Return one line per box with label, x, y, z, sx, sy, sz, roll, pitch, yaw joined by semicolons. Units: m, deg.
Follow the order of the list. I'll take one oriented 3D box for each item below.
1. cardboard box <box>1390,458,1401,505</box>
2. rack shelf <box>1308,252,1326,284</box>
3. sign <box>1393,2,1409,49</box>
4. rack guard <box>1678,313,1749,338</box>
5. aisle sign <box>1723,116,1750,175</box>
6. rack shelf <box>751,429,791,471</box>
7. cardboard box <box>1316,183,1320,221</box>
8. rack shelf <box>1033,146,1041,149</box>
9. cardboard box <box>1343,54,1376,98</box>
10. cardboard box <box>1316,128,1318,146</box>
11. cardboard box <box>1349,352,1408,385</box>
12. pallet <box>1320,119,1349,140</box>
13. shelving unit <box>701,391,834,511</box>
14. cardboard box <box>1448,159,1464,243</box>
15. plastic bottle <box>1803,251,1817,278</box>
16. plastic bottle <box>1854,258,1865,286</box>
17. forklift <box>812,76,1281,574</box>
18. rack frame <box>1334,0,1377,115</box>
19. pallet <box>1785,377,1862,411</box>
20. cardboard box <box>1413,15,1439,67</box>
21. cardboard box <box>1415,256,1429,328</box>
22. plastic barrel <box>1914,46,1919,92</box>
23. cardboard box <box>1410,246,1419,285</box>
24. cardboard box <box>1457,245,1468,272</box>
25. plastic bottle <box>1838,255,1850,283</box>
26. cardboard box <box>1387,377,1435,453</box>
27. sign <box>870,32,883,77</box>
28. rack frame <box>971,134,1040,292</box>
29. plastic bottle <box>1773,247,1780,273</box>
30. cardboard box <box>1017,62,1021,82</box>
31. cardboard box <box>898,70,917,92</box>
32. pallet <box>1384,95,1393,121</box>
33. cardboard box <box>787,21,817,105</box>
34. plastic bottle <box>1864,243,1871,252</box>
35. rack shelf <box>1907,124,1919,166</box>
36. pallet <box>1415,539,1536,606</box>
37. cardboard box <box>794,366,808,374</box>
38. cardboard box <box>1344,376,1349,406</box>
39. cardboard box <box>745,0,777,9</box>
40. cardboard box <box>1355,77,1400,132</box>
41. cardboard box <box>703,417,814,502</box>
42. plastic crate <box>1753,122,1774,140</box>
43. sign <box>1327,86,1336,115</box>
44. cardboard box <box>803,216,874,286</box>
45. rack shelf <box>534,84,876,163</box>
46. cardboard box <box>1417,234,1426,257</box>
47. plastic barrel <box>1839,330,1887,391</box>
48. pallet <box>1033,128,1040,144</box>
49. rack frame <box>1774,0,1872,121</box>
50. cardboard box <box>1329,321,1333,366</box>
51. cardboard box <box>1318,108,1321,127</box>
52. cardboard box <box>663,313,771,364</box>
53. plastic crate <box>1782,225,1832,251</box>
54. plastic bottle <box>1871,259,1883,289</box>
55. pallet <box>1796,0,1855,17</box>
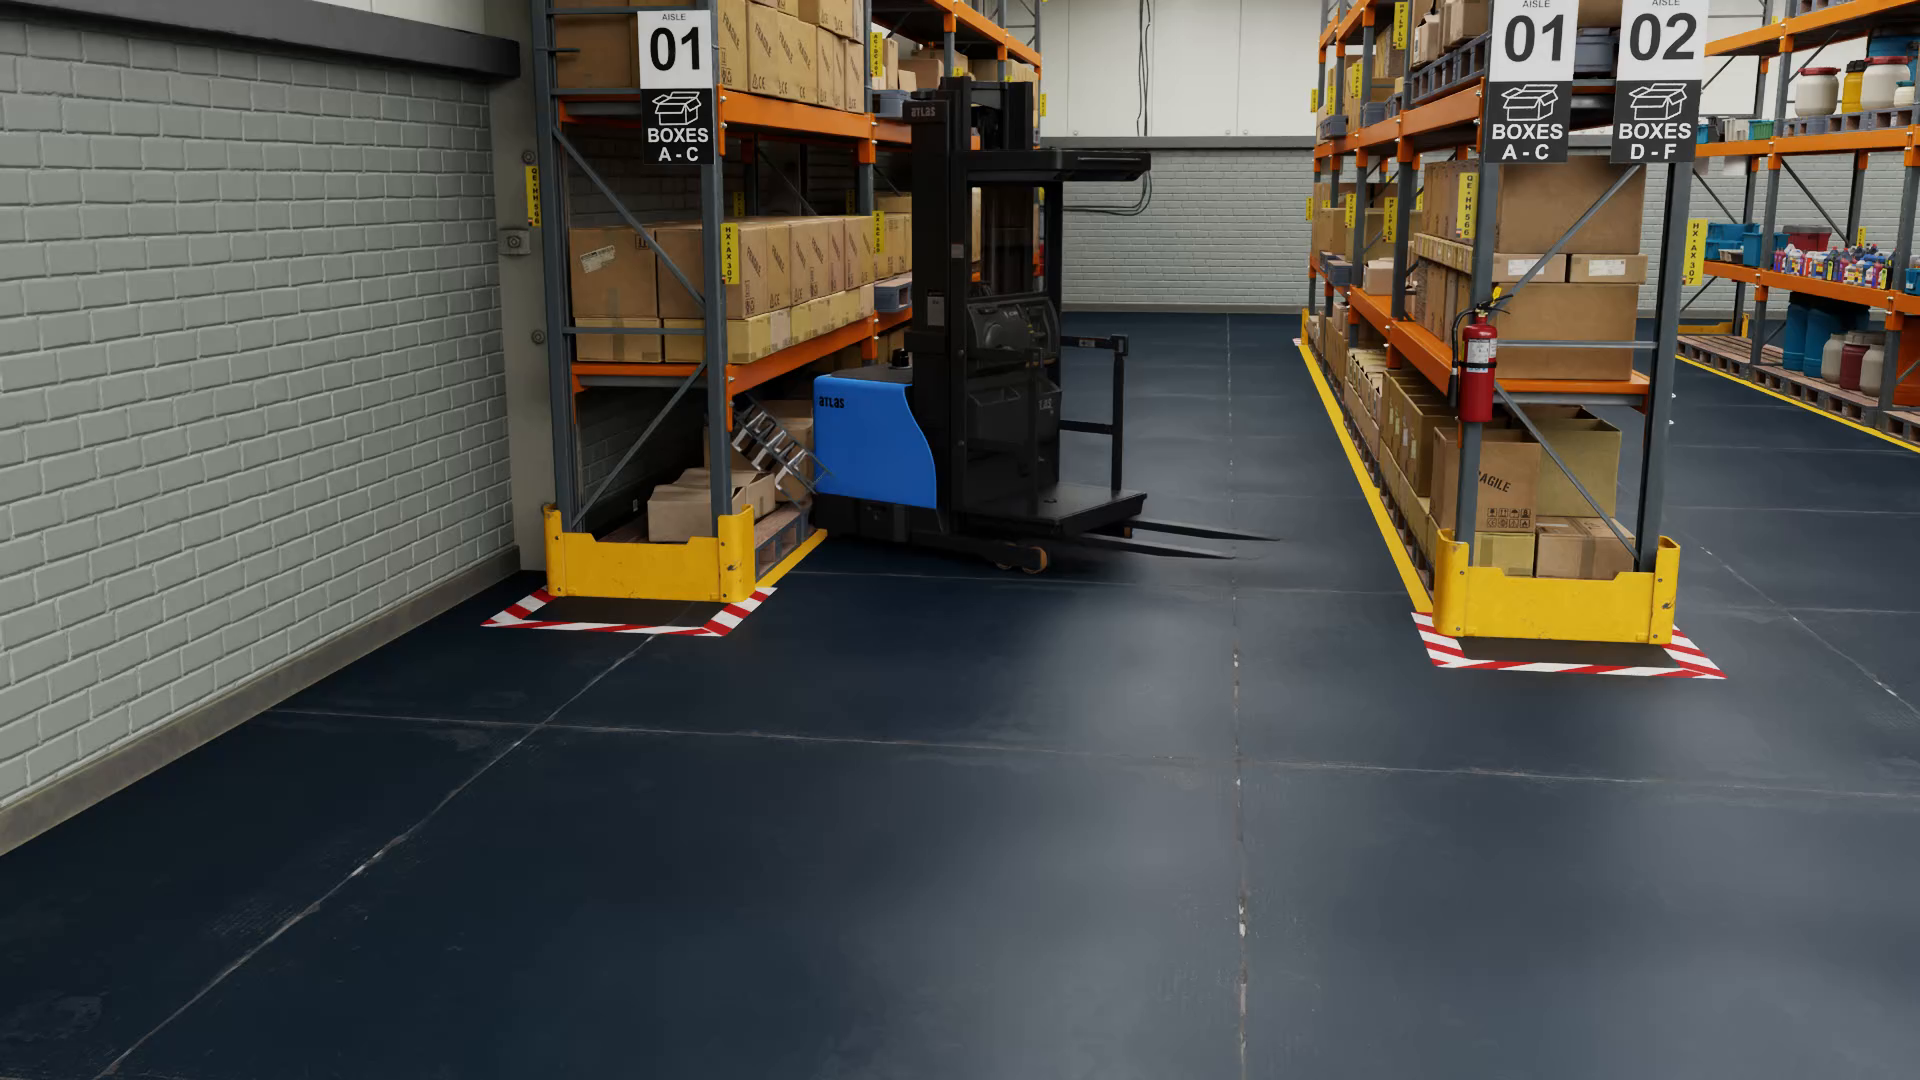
cardboard box;3.186;-0.389;11.208;0.500;0.250;0.500;2;12;9
rack shelf;5.259;-3.552;22.064;1.077;0.370;4.000;2;12;9
sign;3.183;-3.711;11.998;0.100;0.325;0.005;2;12;9
rack guard;10.451;-2.943;23.461;1.175;0.500;0.348;2;12;9
aisle sign;10.761;-5.435;22.924;0.394;0.787;0.004;2;12;9
rack shelf;-1.228;-0.592;10.859;0.258;0.077;0.200;-48;2;-43
cardboard box;5.083;-4.561;22.427;0.500;0.500;0.500;2;12;9
rack shelf;0.364;-5.178;22.489;1.077;0.370;4.000;2;12;9
cardboard box;4.988;-5.594;20.100;0.700;0.500;0.500;2;12;9
cardboard box;5.236;-5.615;23.162;0.500;0.250;0.500;2;12;9
cardboard box;3.893;-1.581;15.409;0.500;0.311;0.500;2;12;7
pallet;4.782;-4.729;19.141;1.213;0.211;1.003;2;12;9
shelving unit;-1.252;-0.615;10.859;0.258;0.900;0.210;-48;2;-43
cardboard box;3.428;-2.099;10.298;0.700;0.500;0.500;2;12;9
plastic bottle;9.255;-2.989;18.037;0.152;0.276;0.135;2;12;9
plastic bottle;9.002;-2.681;16.621;0.097;0.271;0.097;0;12;0
forklift;0.510;-1.355;10.324;3.031;2.935;1.130;9;15;35
rack frame;4.951;-6.420;19.425;1.000;3.000;0.127;2;12;9
pallet;9.500;-1.549;17.681;1.003;0.211;1.213;2;12;9
cardboard box;3.300;-3.310;10.995;0.500;0.311;0.500;1;12;6
cardboard box;3.659;-1.779;11.889;0.700;0.500;0.500;2;12;7
plastic barrel;9.320;-4.493;15.587;0.600;0.830;0.708;2;12;9
cardboard box;3.936;-2.140;13.567;0.500;0.500;0.500;3;12;13
cardboard box;3.135;-1.656;9.781;0.380;0.149;0.250;2;12;10
plastic bottle;9.047;-2.773;17.016;0.061;0.283;0.133;2;12;9
cardboard box;3.271;-0.859;11.611;0.500;0.500;0.500;2;12;9
sign;-0.637;-3.685;12.626;0.100;0.325;0.005;2;12;9
rack frame;0.671;-4.480;24.662;1.000;3.000;0.127;2;12;9
plastic bottle;9.367;-3.207;19.031;0.061;0.283;0.133;2;12;9
cardboard box;0.516;-5.908;21.508;0.500;0.500;0.500;2;12;7
cardboard box;-0.850;-4.074;15.367;0.797;0.503;0.637;4;13;17
pallet;4.151;-3.652;14.147;1.003;0.211;1.213;2;12;11
cardboard box;-1.236;-3.067;10.700;0.500;0.500;0.500;3;12;12
plastic bottle;10.027;-3.100;18.376;0.144;0.351;0.185;2;12;9
rack shelf;8.922;-3.192;13.273;1.077;0.370;4.000;2;12;9
pallet;3.182;0.213;9.504;1.003;0.211;1.213;2;12;9
cardboard box;-1.048;-1.238;14.508;0.700;0.500;0.500;2;12;8
cardboard box;3.965;-1.417;15.977;0.500;0.250;0.500;2;12;8
cardboard box;-1.363;-3.338;9.585;0.500;0.500;0.500;2;12;8
cardboard box;4.370;-4.262;16.293;0.910;0.500;0.500;2;12;9
cardboard box;-1.344;-0.553;11.330;0.700;0.500;0.500;1;12;5
plastic crate;9.612;-4.787;19.469;0.450;0.188;0.662;2;12;9
sign;4.414;-5.223;19.760;0.100;0.325;0.005;2;12;9
cardboard box;-0.941;-2.177;12.502;0.500;0.500;0.500;2;12;9
rack shelf;-1.482;-2.680;10.898;1.077;0.370;4.000;2;12;9
cardboard box;3.450;-2.086;11.778;0.380;0.149;0.250;2;12;9
plastic barrel;9.462;-1.858;17.220;0.600;0.588;0.708;2;12;9
pallet;0.568;-5.748;23.637;1.003;0.211;1.213;2;12;9
rack frame;9.845;-6.259;18.676;1.000;3.000;0.127;2;12;9
cardboard box;4.565;-2.277;19.326;0.500;0.500;0.500;2;12;9
cardboard box;5.146;-5.755;22.629;0.500;0.250;0.500;2;12;9
cardboard box;-1.401;-1.177;9.644;0.500;0.250;0.500;2;12;7
plastic crate;10.230;-3.565;20.120;0.402;0.464;0.583;2;12;9
plastic bottle;8.906;-2.583;16.135;0.061;0.283;0.133;2;12;9
pallet;9.748;-5.798;17.934;1.003;0.211;1.213;2;12;9
